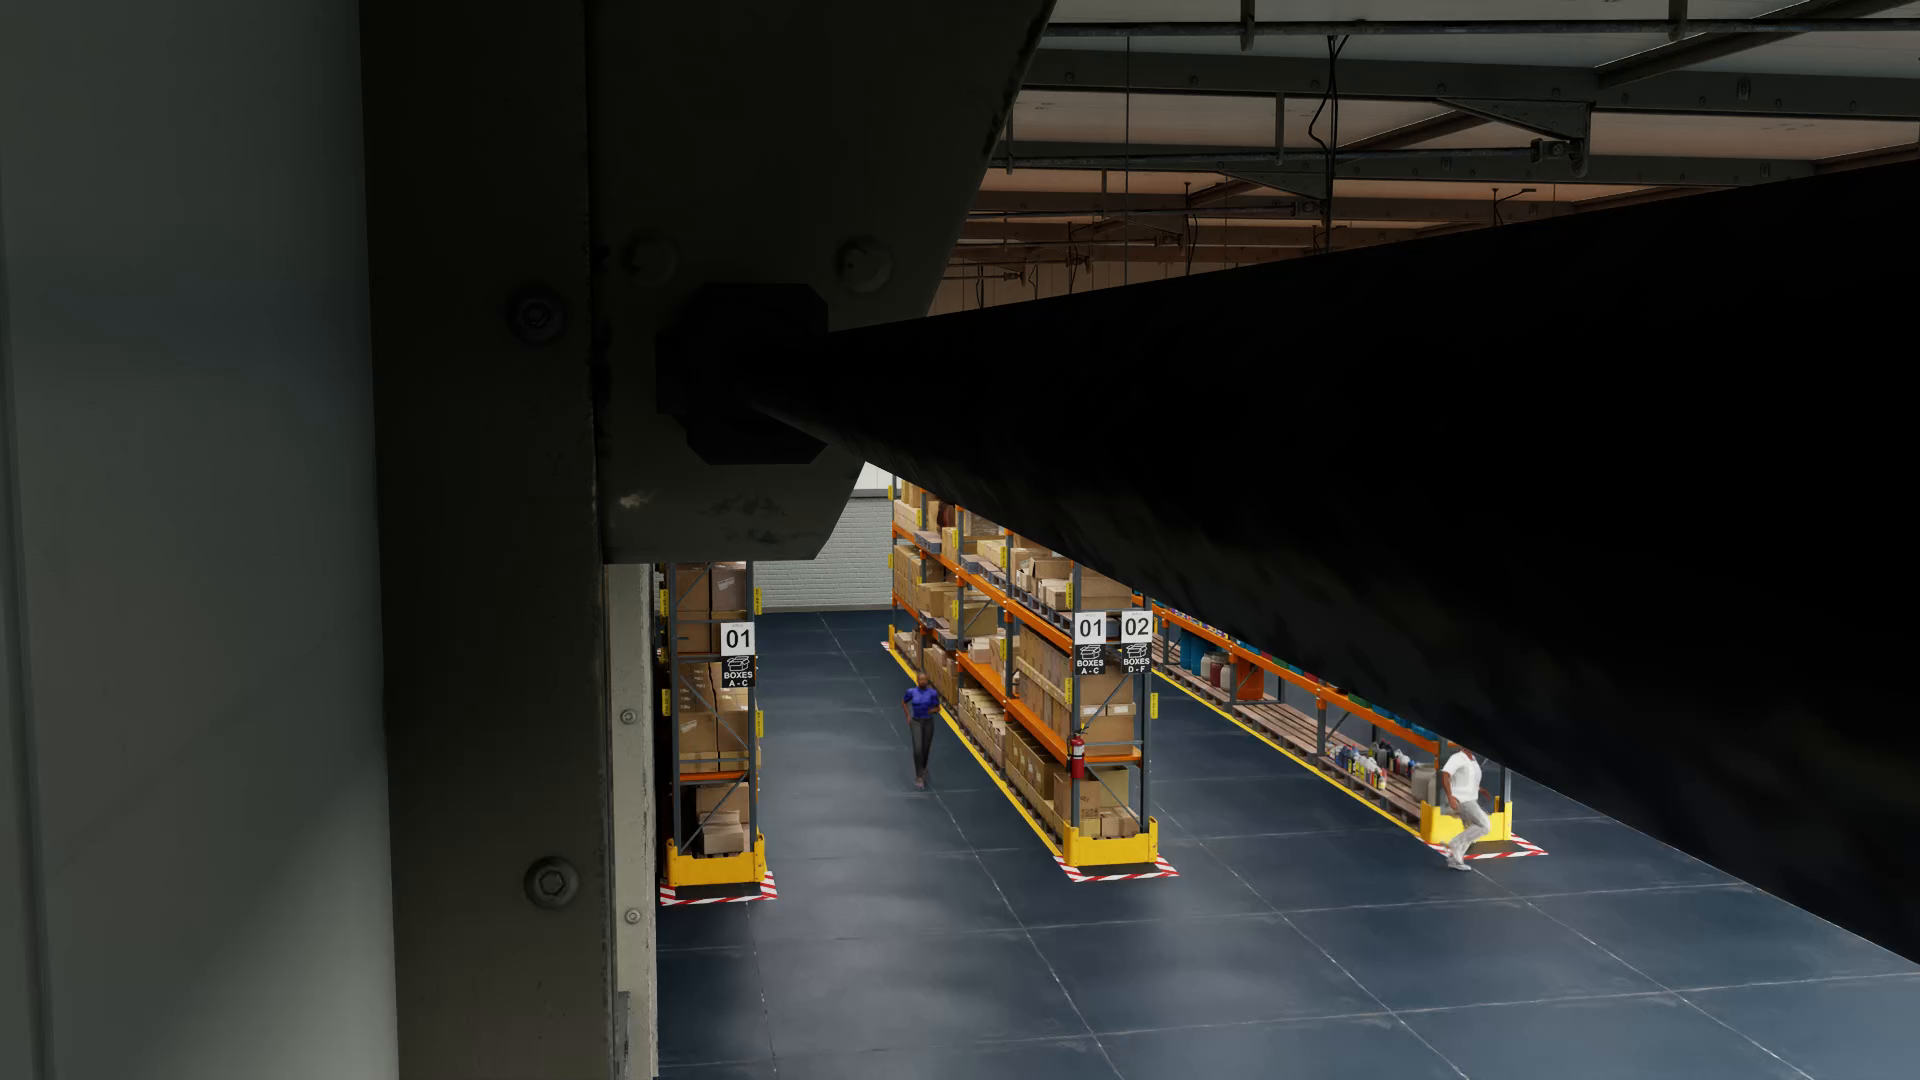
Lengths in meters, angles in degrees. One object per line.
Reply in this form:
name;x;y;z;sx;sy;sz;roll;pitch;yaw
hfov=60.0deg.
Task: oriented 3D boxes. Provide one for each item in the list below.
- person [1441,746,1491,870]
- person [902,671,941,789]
person;6.363;3.244;20.767;0.577;1.695;0.744;4;7;30
person;-0.566;2.813;24.929;0.565;1.703;0.763;-1;6;-9
